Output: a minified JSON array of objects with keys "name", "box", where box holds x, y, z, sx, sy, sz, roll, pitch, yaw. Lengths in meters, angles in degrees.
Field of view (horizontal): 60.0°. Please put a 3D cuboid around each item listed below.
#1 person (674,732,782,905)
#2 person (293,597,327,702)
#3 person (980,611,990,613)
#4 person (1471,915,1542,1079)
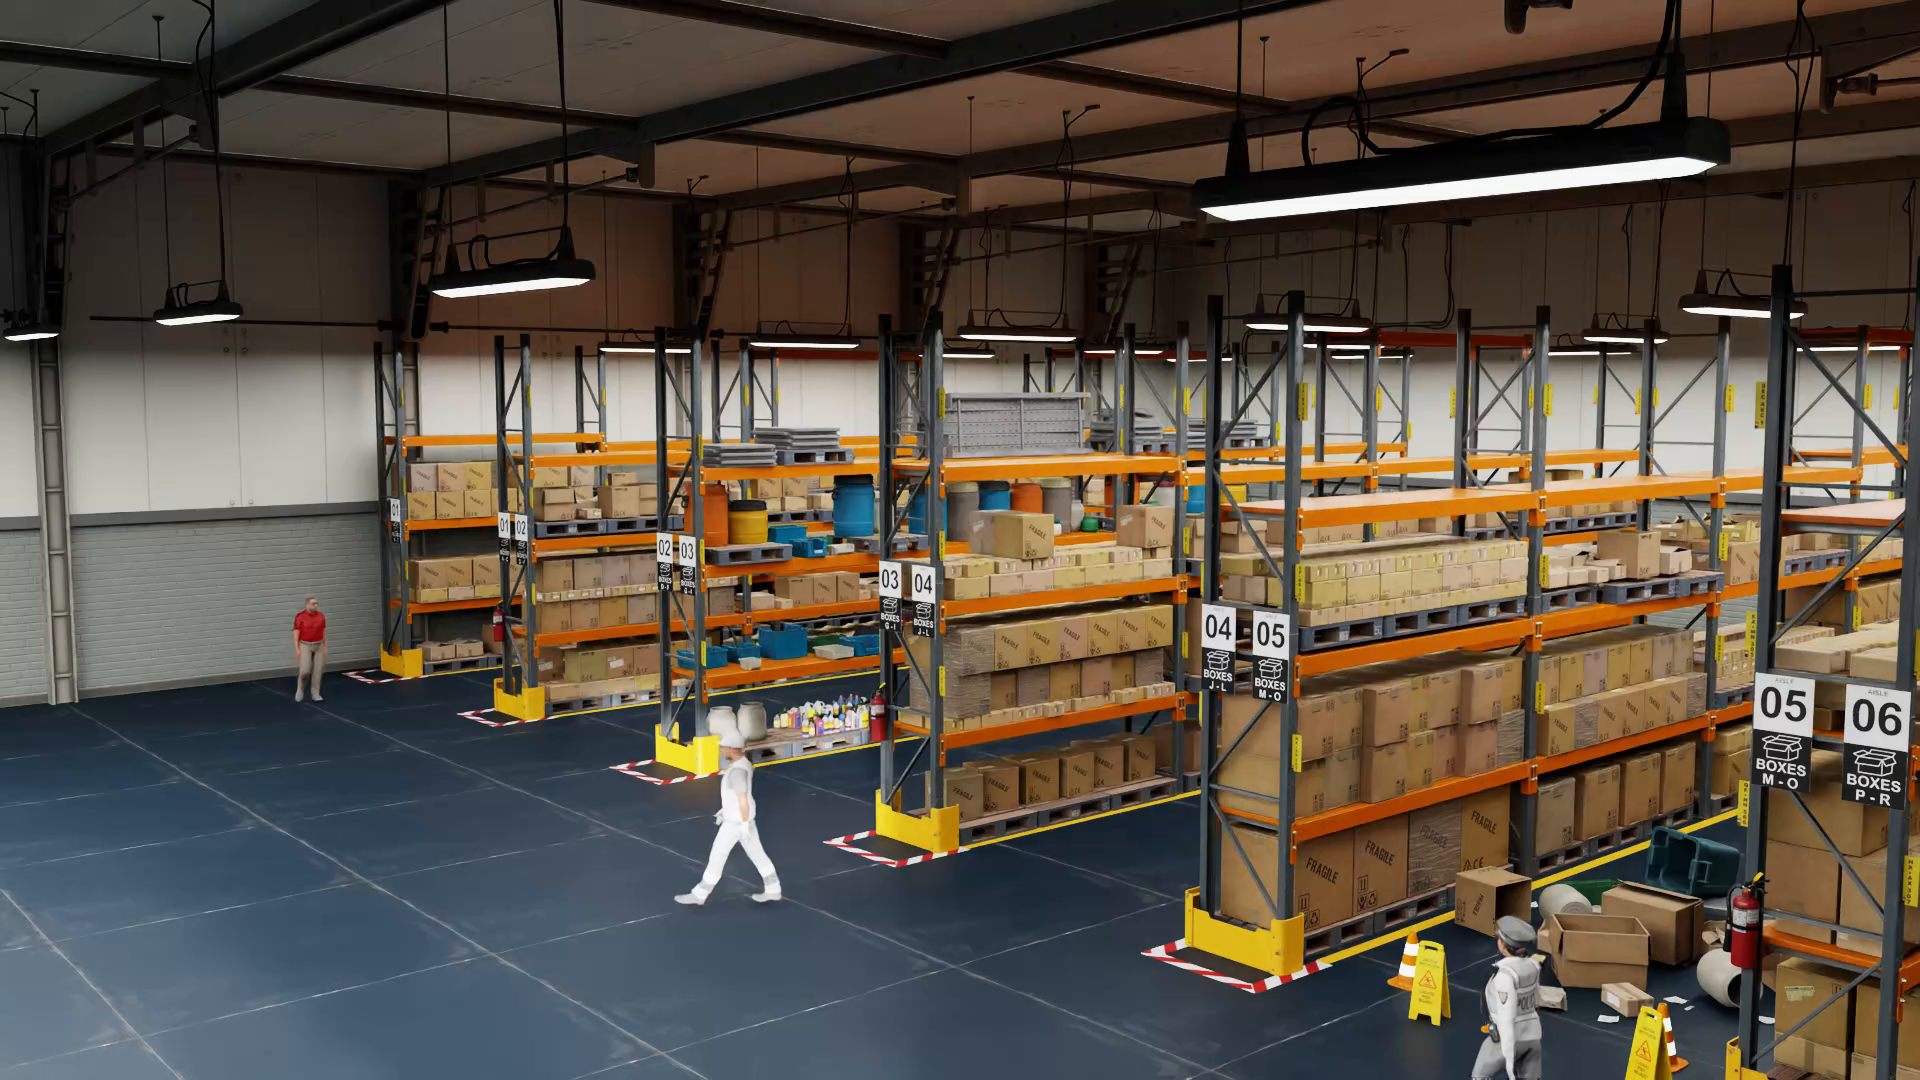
[{"name":"person","box":[-2.309,2.766,16.603,1.030,1.726,0.574,0,5,4]},{"name":"person","box":[-10.721,1.795,27.434,0.473,1.730,0.564,5,7,44]},{"name":"person","box":[0.468,1.518,30.886,0.649,1.684,0.677,-3,6,-32]},{"name":"person","box":[3.741,3.332,11.092,0.533,1.613,1.015,-4,6,-34]}]
